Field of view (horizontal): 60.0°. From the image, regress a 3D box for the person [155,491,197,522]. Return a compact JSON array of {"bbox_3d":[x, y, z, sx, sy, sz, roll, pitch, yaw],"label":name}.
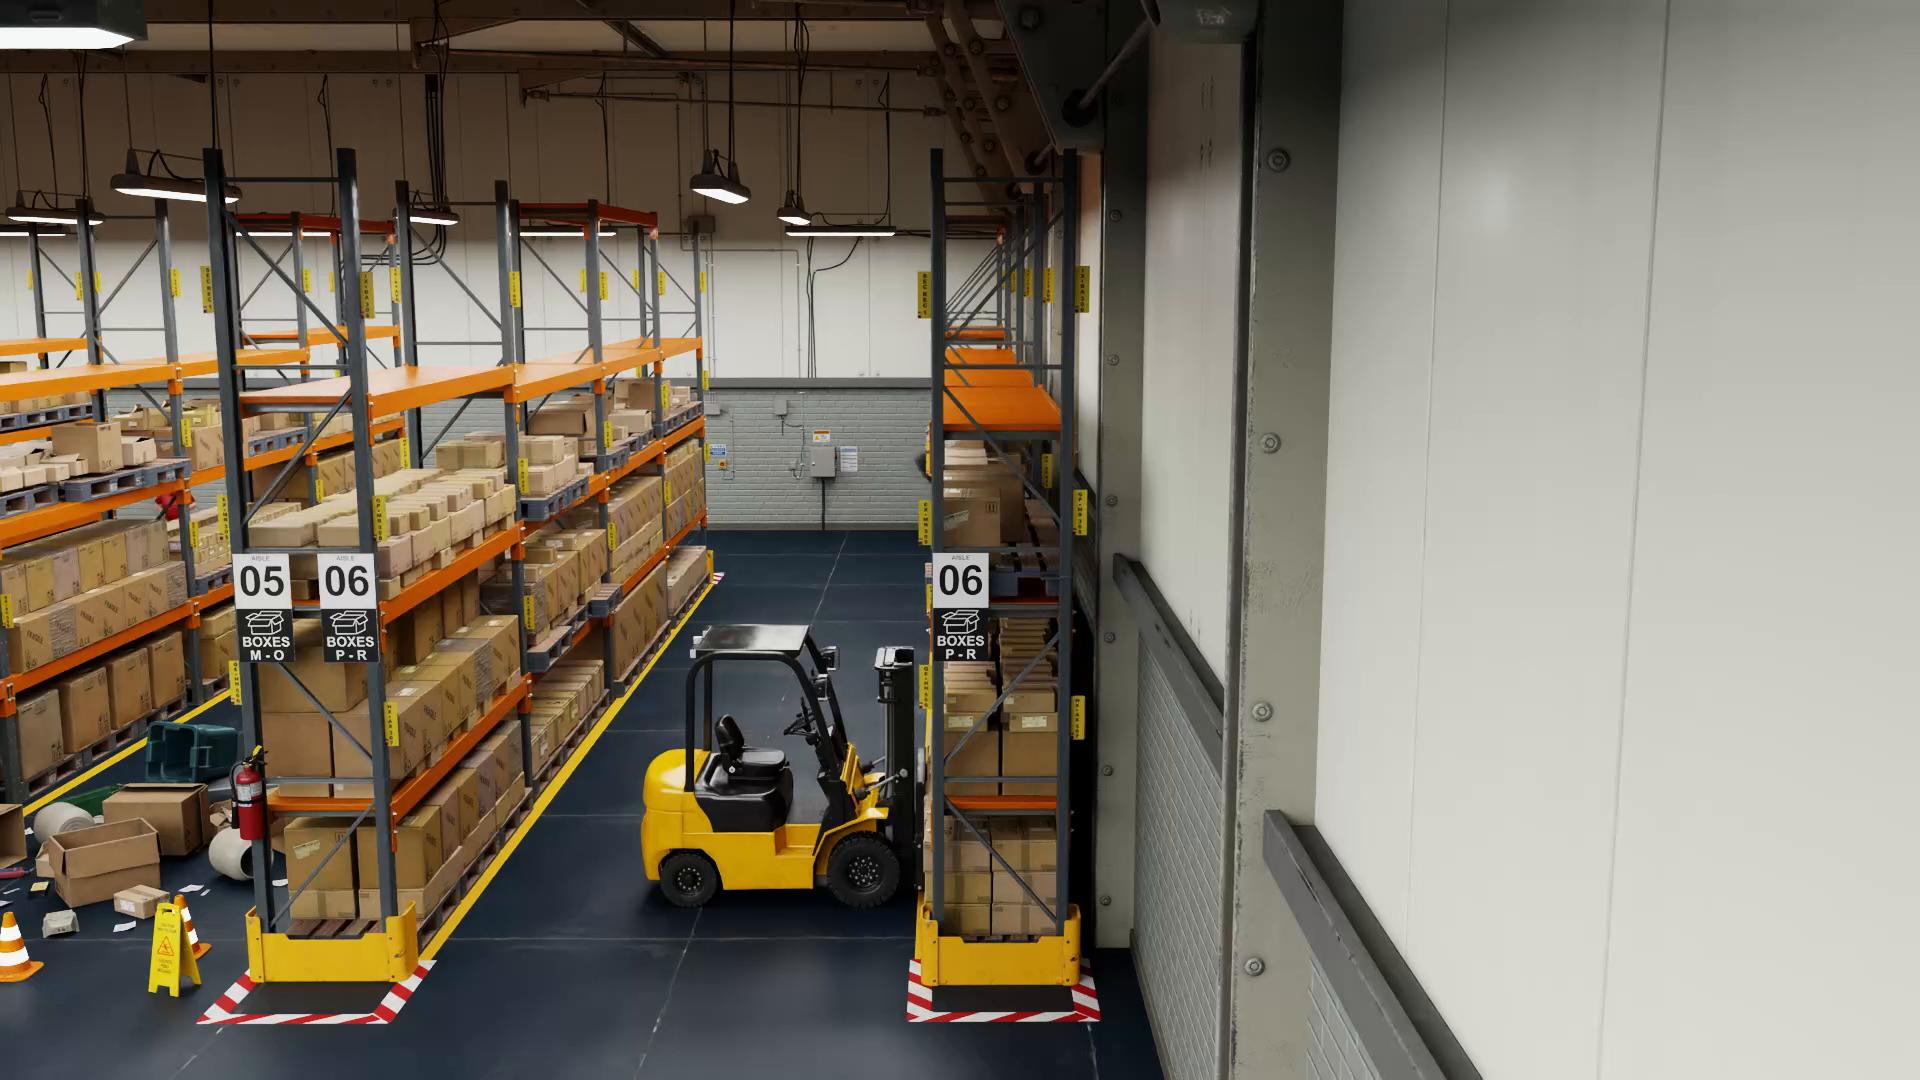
[{"bbox_3d":[-13.424,-0.206,28.519,0.656,1.804,0.761,-4,10,-24],"label":"person"}]
